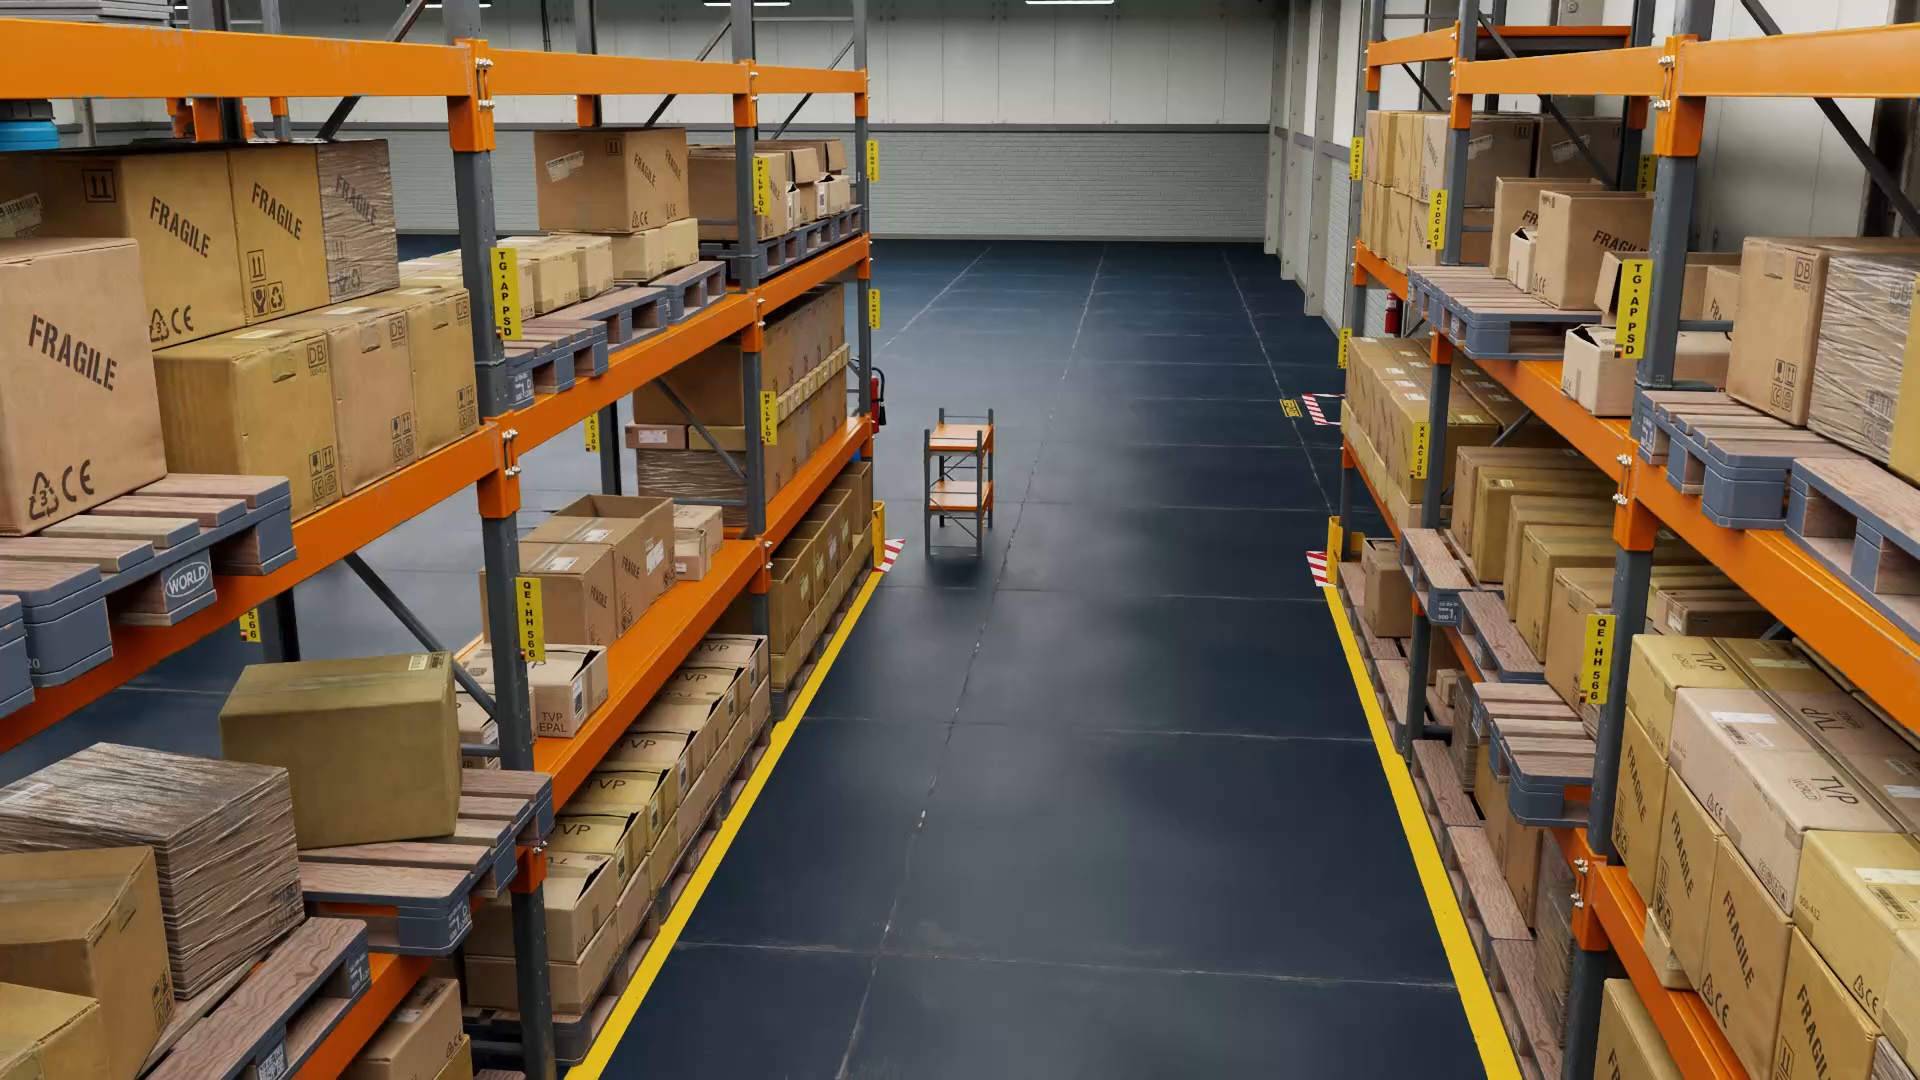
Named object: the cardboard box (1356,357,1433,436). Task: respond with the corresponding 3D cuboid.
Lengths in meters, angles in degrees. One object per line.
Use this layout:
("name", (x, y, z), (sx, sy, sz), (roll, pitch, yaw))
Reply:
("cardboard box", (3.188, -1.046, 12.095), (0.500, 0.500, 0.500), (1, 15, 4))

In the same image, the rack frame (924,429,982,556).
("rack frame", (-0.058, -0.409, 14.521), (0.500, 1.125, 0.032), (2, 15, 6))

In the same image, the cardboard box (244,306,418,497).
("cardboard box", (-2.228, -0.443, 5.116), (0.910, 0.500, 0.500), (2, 15, 6))

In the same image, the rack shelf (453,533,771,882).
("rack shelf", (-1.929, 0.635, 8.444), (1.077, 0.370, 4.000), (2, 15, 6))

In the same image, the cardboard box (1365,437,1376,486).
("cardboard box", (3.133, -0.545, 11.680), (0.500, 0.250, 0.500), (2, 15, 7))

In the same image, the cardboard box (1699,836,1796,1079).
("cardboard box", (2.333, 1.133, 4.426), (0.500, 0.500, 0.500), (2, 15, 6))

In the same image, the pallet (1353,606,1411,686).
("pallet", (3.395, 0.768, 11.918), (1.003, 0.211, 1.213), (2, 15, 6))

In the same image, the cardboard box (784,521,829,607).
("cardboard box", (-1.227, 0.162, 11.844), (0.500, 0.500, 0.500), (2, 15, 6))

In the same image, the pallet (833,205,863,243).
("pallet", (-1.358, -2.491, 13.050), (1.003, 0.211, 1.213), (2, 15, 6))

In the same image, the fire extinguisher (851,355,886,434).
("fire extinguisher", (-0.777, -1.248, 14.178), (0.296, 0.674, 0.183), (2, 15, 6))

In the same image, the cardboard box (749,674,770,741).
("cardboard box", (-1.462, 1.010, 10.143), (0.500, 0.250, 0.500), (2, 15, 6))

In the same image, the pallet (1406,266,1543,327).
("pallet", (3.044, -1.286, 8.785), (1.213, 0.211, 1.003), (2, 15, 6))

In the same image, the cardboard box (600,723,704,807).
("cardboard box", (-1.636, 1.131, 8.620), (0.500, 0.311, 0.500), (2, 15, 6))

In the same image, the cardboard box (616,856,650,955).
("cardboard box", (-1.748, 1.674, 7.688), (0.500, 0.250, 0.500), (1, 15, 5))

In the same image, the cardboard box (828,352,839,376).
("cardboard box", (-1.163, -1.390, 13.124), (0.380, 0.149, 0.250), (1, 15, 5))

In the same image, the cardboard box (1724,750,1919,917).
("cardboard box", (2.348, 0.768, 4.340), (0.500, 0.250, 0.500), (2, 15, 7))

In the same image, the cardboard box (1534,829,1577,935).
("cardboard box", (2.971, 1.628, 7.342), (0.700, 0.500, 0.500), (2, 15, 6))

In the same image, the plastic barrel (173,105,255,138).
("plastic barrel", (-6.102, -3.143, 13.666), (0.600, 0.830, 0.708), (2, 15, 6))

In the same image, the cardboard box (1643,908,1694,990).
("cardboard box", (2.349, 1.273, 5.149), (0.380, 0.149, 0.250), (2, 15, 8))

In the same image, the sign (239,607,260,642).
("sign", (-2.707, 0.232, 6.338), (0.100, 0.325, 0.005), (2, 15, 6))

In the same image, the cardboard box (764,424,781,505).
("cardboard box", (-1.607, -0.531, 11.188), (0.700, 0.500, 0.500), (2, 15, 6))

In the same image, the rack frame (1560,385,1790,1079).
("rack frame", (2.768, 0.952, 5.896), (1.000, 3.000, 0.127), (2, 15, 6))

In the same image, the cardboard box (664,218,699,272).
("cardboard box", (-1.782, -1.649, 9.252), (0.500, 0.250, 0.500), (3, 15, 12))

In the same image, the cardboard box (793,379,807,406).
("cardboard box", (-1.309, -1.058, 11.893), (0.380, 0.149, 0.250), (2, 15, 6))

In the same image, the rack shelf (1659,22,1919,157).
("rack shelf", (2.542, -0.885, 3.340), (1.077, 0.370, 4.000), (2, 15, 6))

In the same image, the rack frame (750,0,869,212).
("rack frame", (-1.252, -4.164, 13.322), (1.000, 3.000, 0.127), (2, 15, 6))

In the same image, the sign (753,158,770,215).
("sign", (-1.163, -2.067, 9.718), (0.100, 0.325, 0.005), (2, 15, 6))

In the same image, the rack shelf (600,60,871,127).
("rack shelf", (-1.478, -3.105, 11.550), (1.077, 0.370, 4.000), (2, 15, 6))

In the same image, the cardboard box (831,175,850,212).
("cardboard box", (-1.120, -2.608, 12.527), (0.500, 0.250, 0.500), (2, 15, 6))

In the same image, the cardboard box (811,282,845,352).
("cardboard box", (-1.323, -1.808, 13.425), (0.700, 0.500, 0.500), (2, 15, 6))

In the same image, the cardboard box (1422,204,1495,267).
("cardboard box", (3.031, -1.731, 9.839), (0.500, 0.500, 0.500), (2, 15, 8))

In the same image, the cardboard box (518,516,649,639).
("cardboard box", (-1.922, 0.186, 8.535), (0.500, 0.500, 0.500), (2, 15, 6))

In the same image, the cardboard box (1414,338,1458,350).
("cardboard box", (3.828, -1.294, 13.013), (0.500, 0.500, 0.500), (2, 15, 6))

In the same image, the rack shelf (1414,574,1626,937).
("rack shelf", (2.993, 0.780, 7.908), (1.077, 0.370, 4.000), (2, 15, 6))

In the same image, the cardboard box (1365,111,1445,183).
("cardboard box", (3.279, -2.890, 12.213), (0.500, 0.500, 0.500), (2, 15, 6))

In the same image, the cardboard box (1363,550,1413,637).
("cardboard box", (3.306, 0.385, 11.939), (0.700, 0.500, 0.500), (1, 15, 3))

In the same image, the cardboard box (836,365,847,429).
("cardboard box", (-1.317, -1.196, 13.646), (0.700, 0.500, 0.500), (2, 15, 6))

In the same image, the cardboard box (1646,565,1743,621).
("cardboard box", (2.798, 0.204, 6.385), (0.380, 0.149, 0.250), (-1, 15, -3))

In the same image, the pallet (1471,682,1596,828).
("pallet", (2.742, 0.856, 6.616), (1.213, 0.211, 1.003), (2, 15, 6))

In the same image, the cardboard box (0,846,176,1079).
("cardboard box", (-2.468, 1.133, 4.228), (0.700, 0.500, 0.500), (-2, 15, -8))

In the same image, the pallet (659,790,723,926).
("pallet", (-1.883, 1.625, 8.748), (1.003, 0.211, 1.213), (2, 15, 6))

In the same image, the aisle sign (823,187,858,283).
("aisle sign", (-0.953, -2.531, 13.797), (0.394, 0.787, 0.004), (2, 15, 6))

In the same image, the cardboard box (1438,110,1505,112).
("cardboard box", (3.882, -2.992, 12.589), (0.500, 0.500, 0.500), (2, 15, 9))

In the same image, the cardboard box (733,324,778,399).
("cardboard box", (-1.604, -1.152, 10.997), (0.700, 0.500, 0.500), (2, 15, 6))

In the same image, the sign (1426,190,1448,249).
("sign", (2.679, -1.797, 9.325), (0.100, 0.325, 0.005), (2, 15, 6))

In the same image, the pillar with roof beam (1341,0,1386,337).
("pillar with roof beam", (1.527, -7.051, 23.999), (9.100, 9.000, 0.400), (2, 15, 6))

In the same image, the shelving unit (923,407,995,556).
("shelving unit", (-0.001, -0.541, 15.009), (0.538, 1.125, 1.048), (2, 15, 6))

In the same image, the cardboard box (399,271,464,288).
("cardboard box", (-2.160, -0.891, 6.446), (0.500, 0.250, 0.500), (1, 15, 2))

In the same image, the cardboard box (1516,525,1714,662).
("cardboard box", (2.929, 0.245, 7.475), (0.700, 0.500, 0.500), (2, 15, 6))

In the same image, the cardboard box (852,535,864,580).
("cardboard box", (-1.063, 0.134, 13.382), (0.500, 0.250, 0.500), (2, 15, 6))

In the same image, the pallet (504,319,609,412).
("pallet", (-2.167, -0.729, 6.725), (1.213, 0.211, 1.003), (2, 15, 9))

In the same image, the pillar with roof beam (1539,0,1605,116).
("pillar with roof beam", (0.173, -3.939, 12.489), (9.100, 9.000, 0.400), (2, 15, 6))

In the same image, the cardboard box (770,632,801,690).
("cardboard box", (-1.350, 0.783, 10.984), (0.500, 0.250, 0.500), (2, 15, 6))

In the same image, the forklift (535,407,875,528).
("forklift", (-2.313, -1.456, 14.931), (3.031, 2.935, 1.130), (-2, 15, -8))

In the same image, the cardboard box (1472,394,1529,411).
("cardboard box", (3.542, -0.635, 10.575), (0.500, 0.500, 0.500), (2, 15, 6))

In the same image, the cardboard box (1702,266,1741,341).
("cardboard box", (3.077, -0.734, 6.154), (0.500, 0.500, 0.500), (2, 15, 6))

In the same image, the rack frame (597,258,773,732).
("rack frame", (-1.703, -0.231, 10.268), (1.000, 3.000, 0.127), (2, 15, 6))

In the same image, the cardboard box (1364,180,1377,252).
("cardboard box", (3.288, -2.411, 12.357), (0.500, 0.500, 0.500), (3, 15, 10))
